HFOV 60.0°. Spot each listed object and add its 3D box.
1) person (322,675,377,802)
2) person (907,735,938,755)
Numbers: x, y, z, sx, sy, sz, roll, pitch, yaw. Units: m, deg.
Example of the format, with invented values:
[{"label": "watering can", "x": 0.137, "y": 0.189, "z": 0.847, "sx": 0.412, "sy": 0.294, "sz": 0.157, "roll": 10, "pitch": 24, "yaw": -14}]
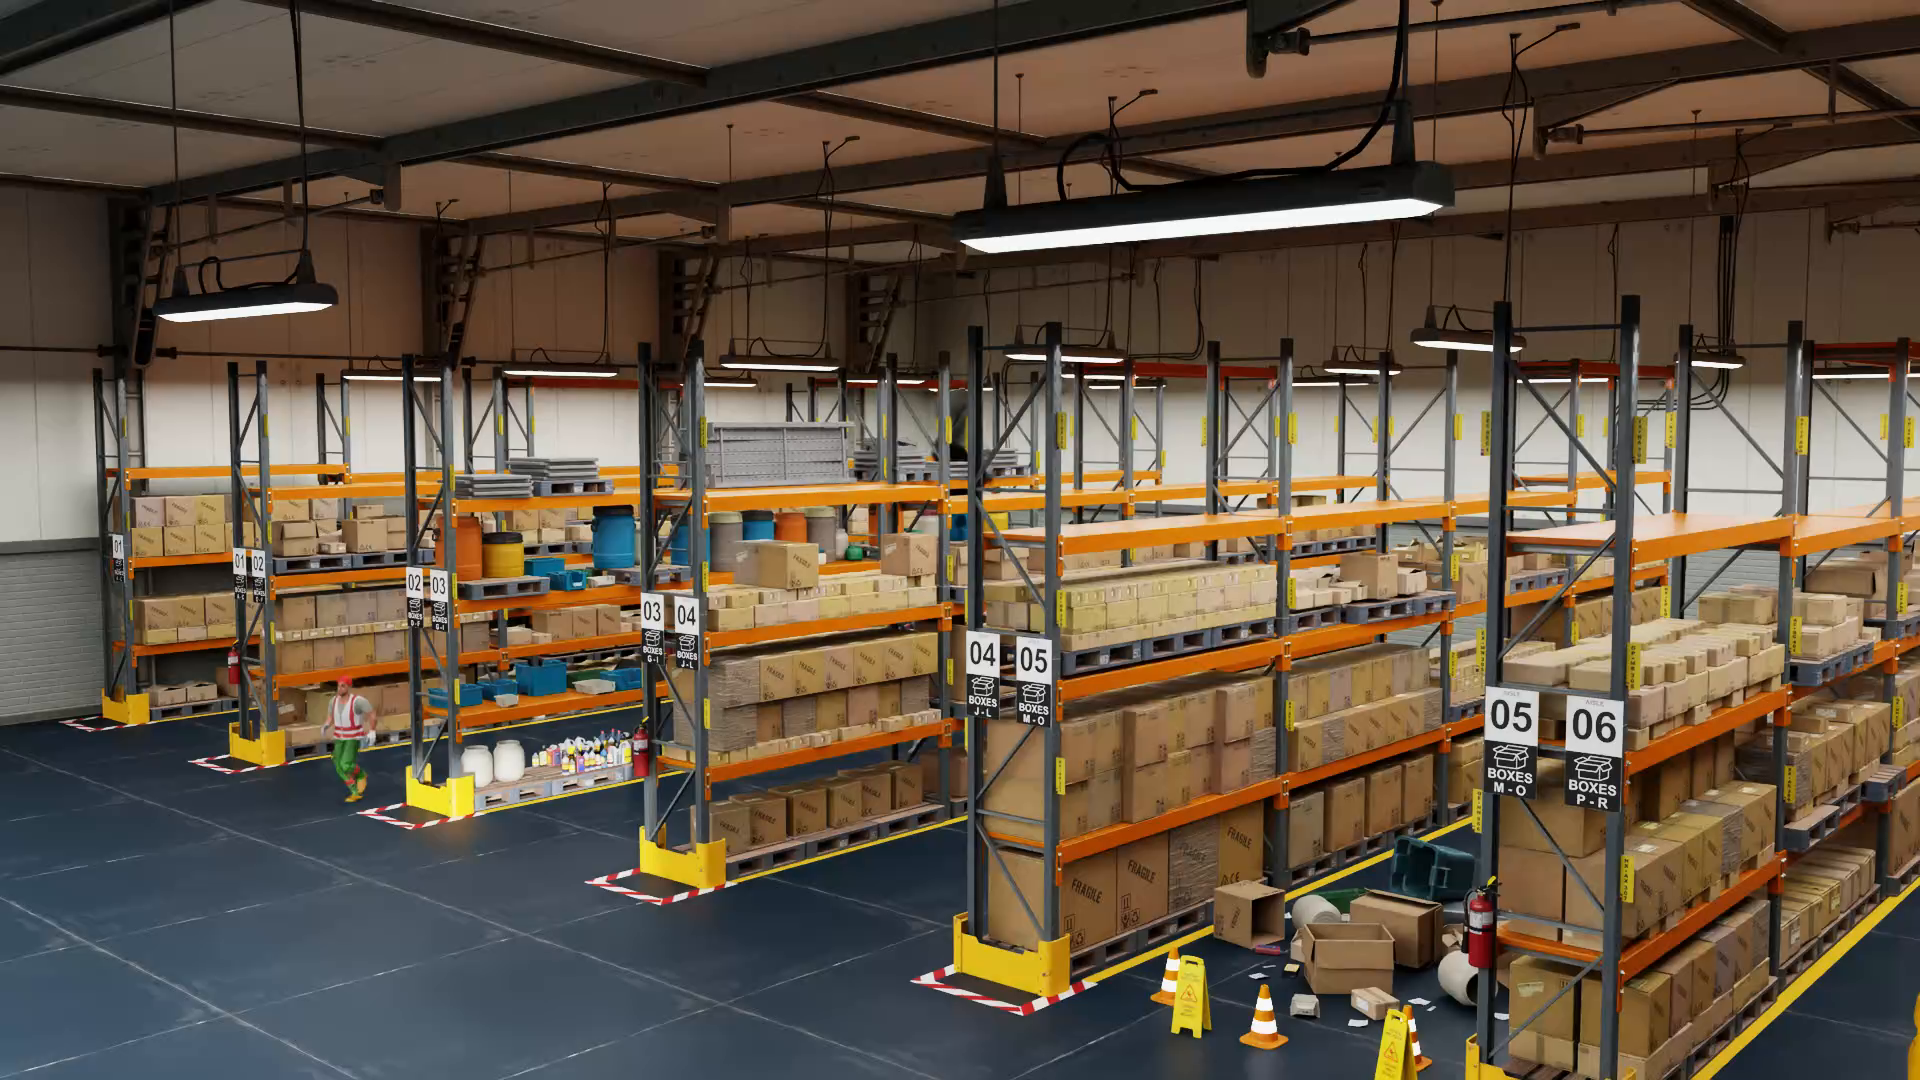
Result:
[{"label": "person", "x": -8.226, "y": 2.671, "z": 22.278, "sx": 0.671, "sy": 1.728, "sz": 0.589, "roll": 1, "pitch": 4, "yaw": 16}, {"label": "person", "x": -0.506, "y": 2.421, "z": 25.634, "sx": 0.608, "sy": 1.705, "sz": 0.833, "roll": 3, "pitch": 5, "yaw": 38}]
